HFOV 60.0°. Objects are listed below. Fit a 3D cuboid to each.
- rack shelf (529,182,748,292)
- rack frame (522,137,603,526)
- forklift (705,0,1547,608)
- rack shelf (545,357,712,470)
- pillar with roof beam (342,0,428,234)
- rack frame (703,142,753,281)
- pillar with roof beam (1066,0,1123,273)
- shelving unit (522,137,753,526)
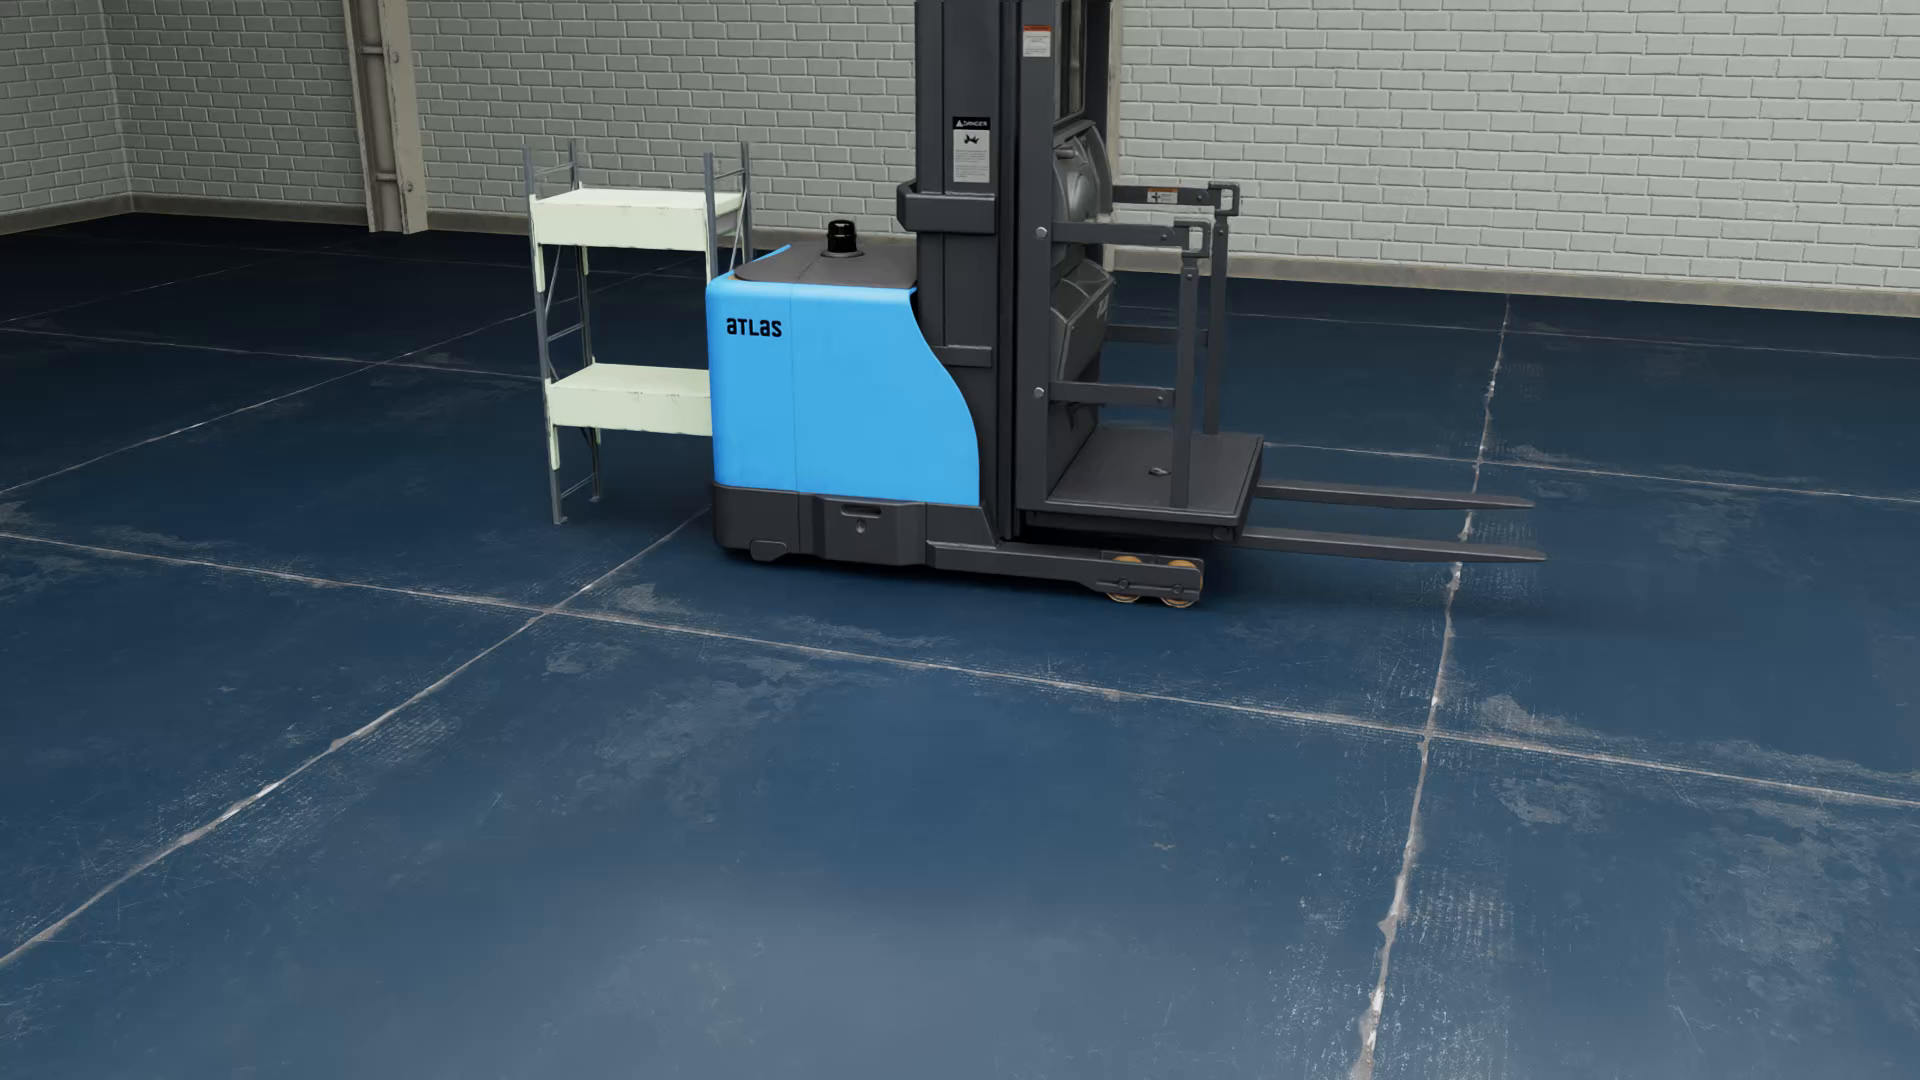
[{"bbox_3d":[-1.234,-1.170,6.467,0.720,0.370,0.431,5,20,14],"label":"rack shelf"},{"bbox_3d":[-1.588,-0.831,6.682,0.023,1.500,0.400,5,20,14],"label":"rack frame"},{"bbox_3d":[0.632,-1.337,5.960,3.031,2.935,1.130,5,20,14],"label":"forklift"},{"bbox_3d":[-1.234,-0.493,6.703,0.720,0.370,0.431,5,20,14],"label":"rack shelf"},{"bbox_3d":[-6.170,-5.540,8.799,0.400,9.000,9.100,7,20,18],"label":"pillar with roof beam"},{"bbox_3d":[-0.879,-0.771,6.510,0.023,1.500,0.400,5,20,14],"label":"rack frame"},{"bbox_3d":[-0.502,-4.892,6.940,0.400,9.000,9.100,7,20,18],"label":"pillar with roof beam"},{"bbox_3d":[-1.234,-0.801,6.596,0.755,1.500,0.431,5,20,14],"label":"shelving unit"}]
